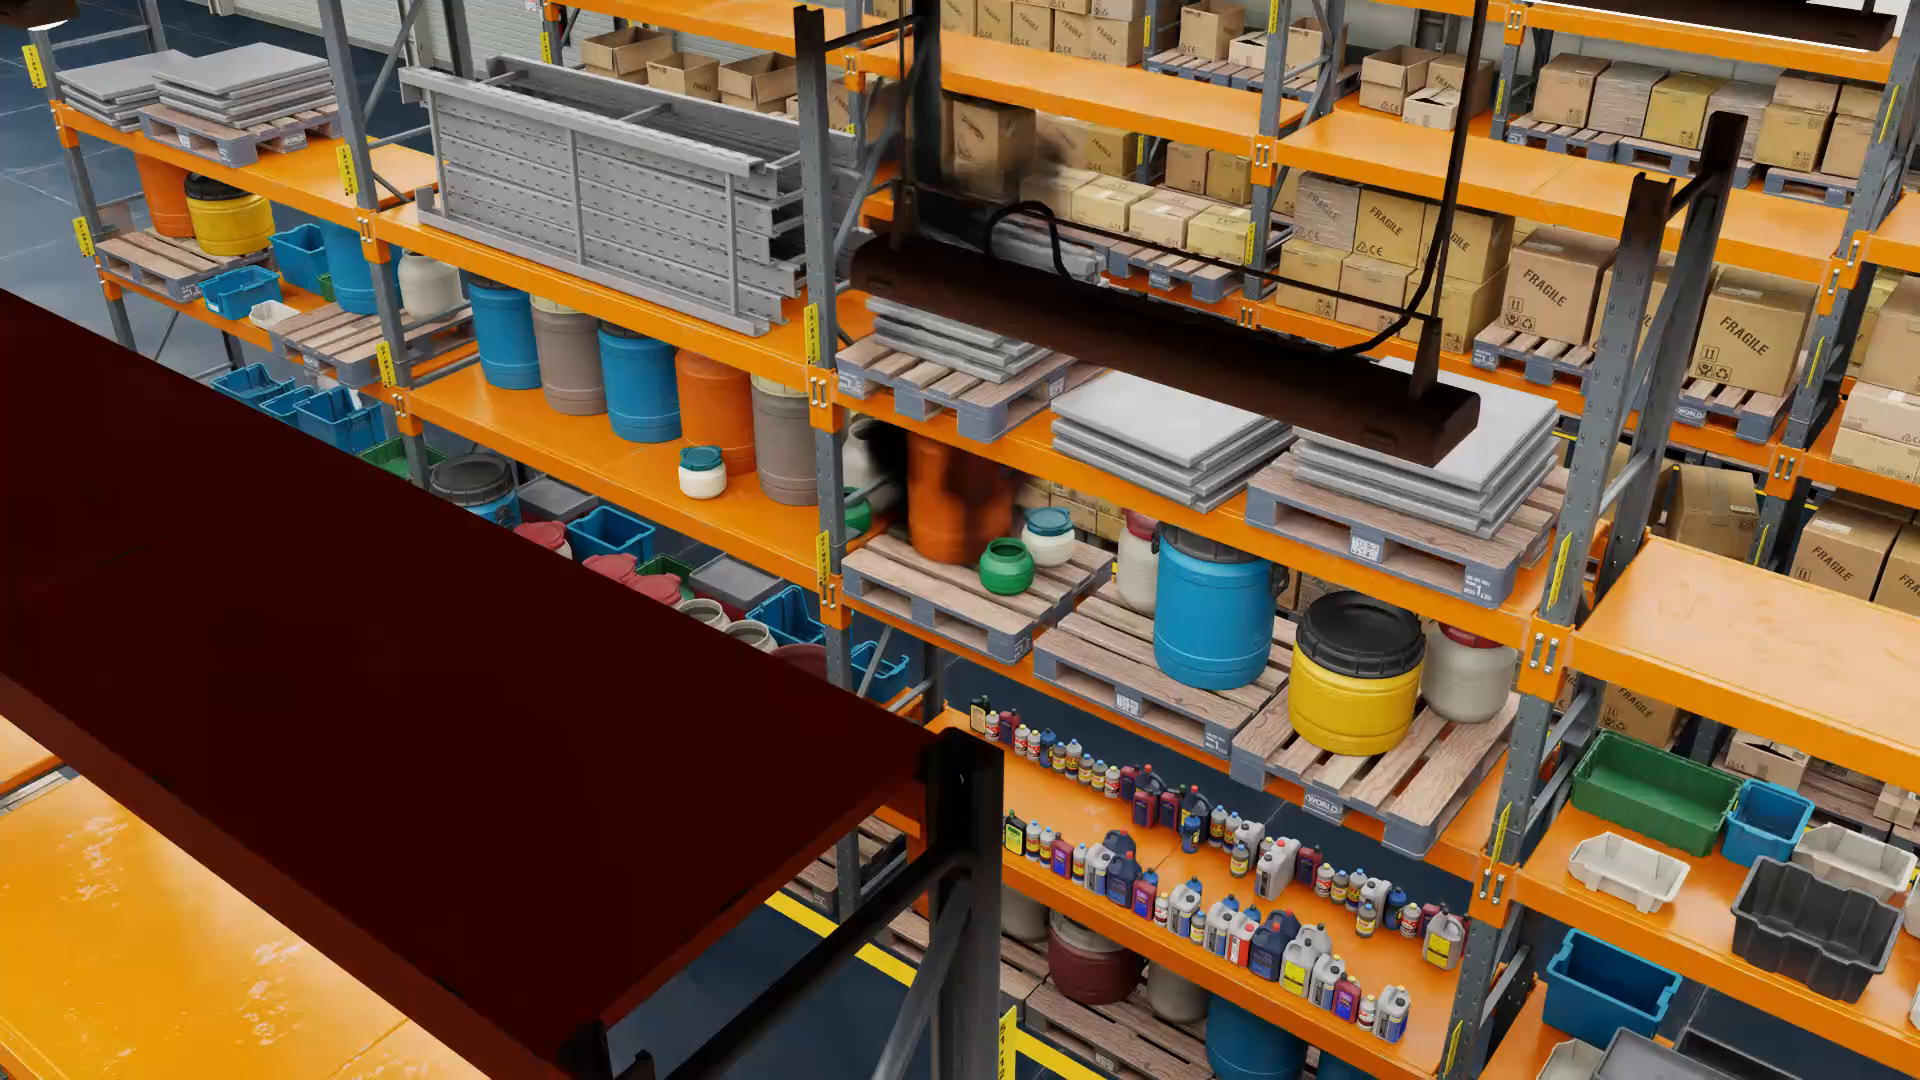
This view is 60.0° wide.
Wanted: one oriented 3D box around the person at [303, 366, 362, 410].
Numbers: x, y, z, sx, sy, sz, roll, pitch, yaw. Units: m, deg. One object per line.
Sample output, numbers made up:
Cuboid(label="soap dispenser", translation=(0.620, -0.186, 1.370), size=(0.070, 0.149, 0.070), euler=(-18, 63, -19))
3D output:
Cuboid(label="person", translation=(-5.915, -1.419, 15.981), size=(0.797, 1.853, 0.704), euler=(10, 33, 16))
